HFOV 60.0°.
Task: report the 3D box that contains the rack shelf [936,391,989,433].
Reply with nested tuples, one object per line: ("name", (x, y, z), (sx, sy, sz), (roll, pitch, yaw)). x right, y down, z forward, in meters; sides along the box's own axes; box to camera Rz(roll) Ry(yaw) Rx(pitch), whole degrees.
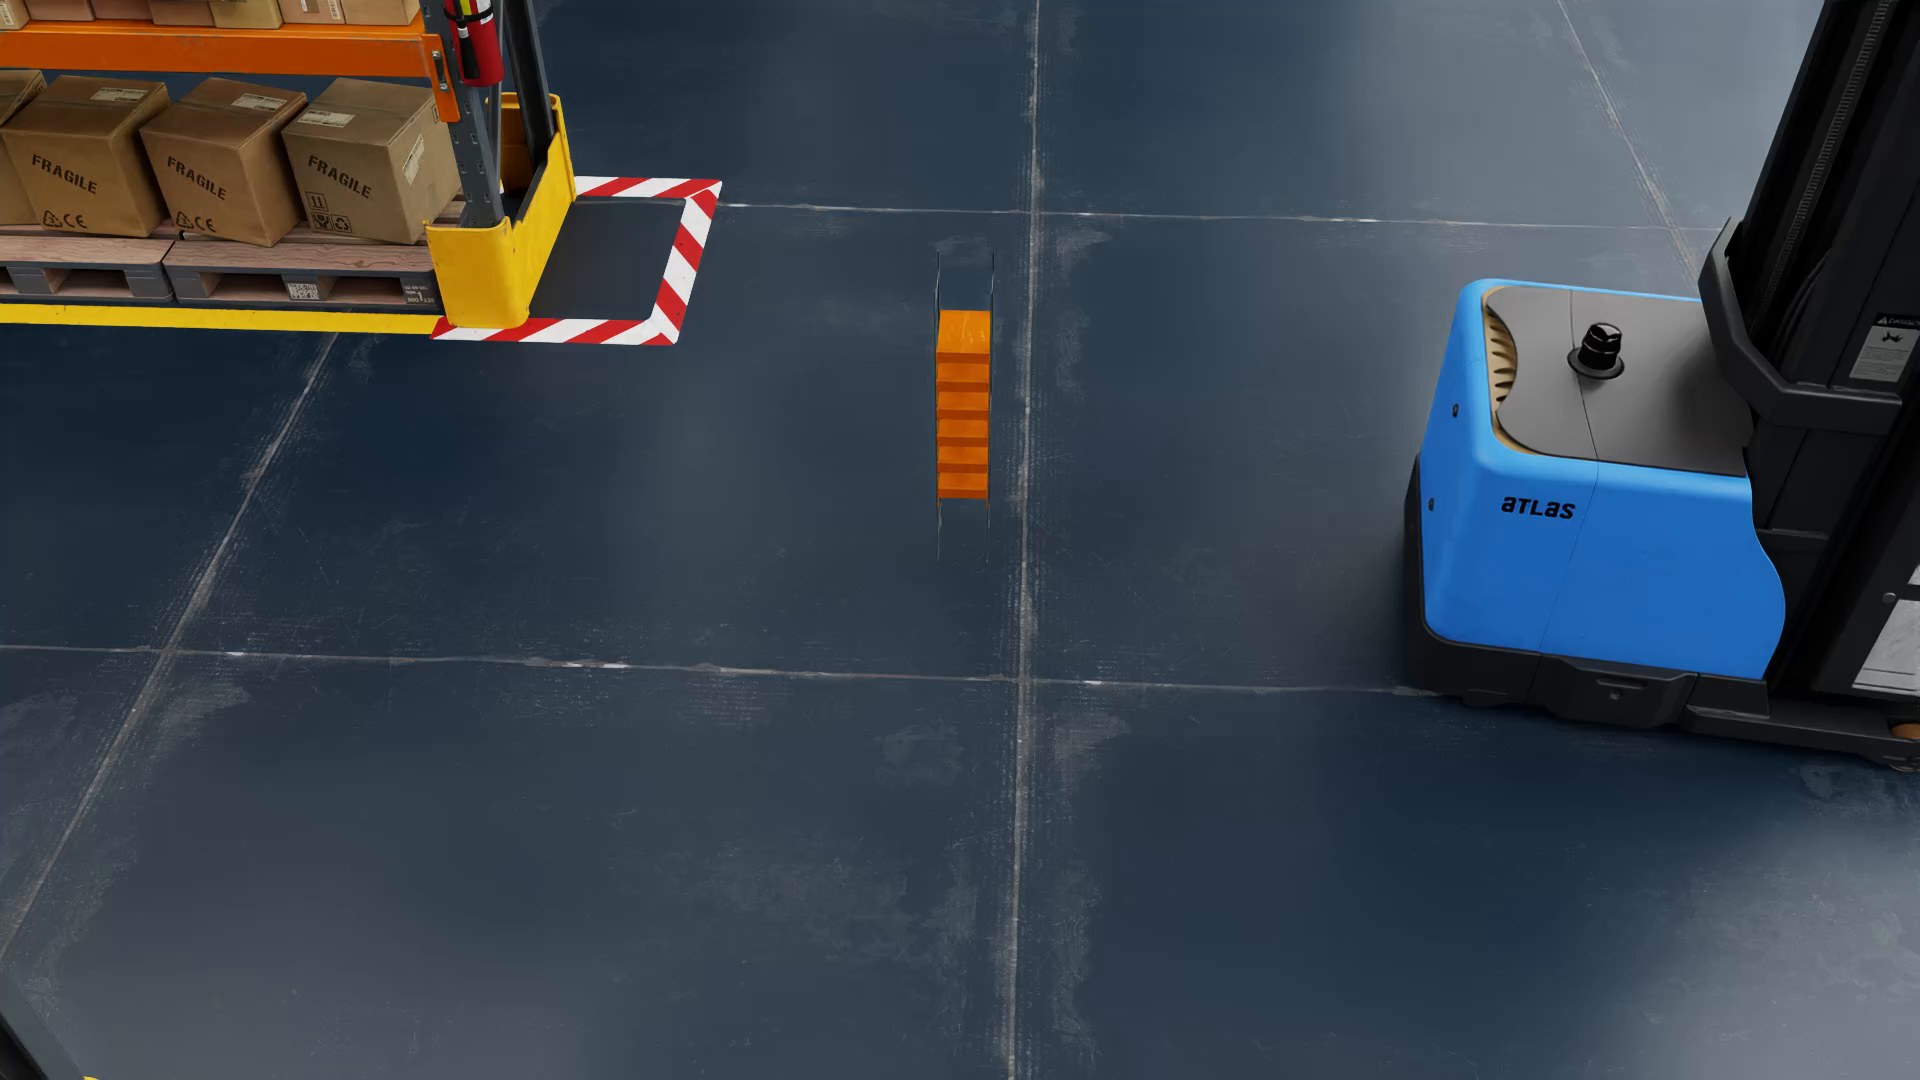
("rack shelf", (0.014, -0.494, 5.789), (0.180, 0.103, 0.258), (2, 43, 2))

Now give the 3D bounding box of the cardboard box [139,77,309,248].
("cardboard box", (-3.195, -1.680, 7.378), (0.500, 0.500, 0.500), (12, 44, 13))

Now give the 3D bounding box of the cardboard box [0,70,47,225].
("cardboard box", (-4.375, -1.759, 7.464), (0.500, 0.500, 0.500), (-2, 43, -2))

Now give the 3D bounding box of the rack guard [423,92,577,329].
("rack guard", (-2.049, -1.503, 7.496), (0.348, 0.500, 1.175), (2, 43, 2))

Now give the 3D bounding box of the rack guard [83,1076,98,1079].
("rack guard", (-2.274, 1.902, 3.841), (0.348, 0.500, 1.175), (2, 43, 2))

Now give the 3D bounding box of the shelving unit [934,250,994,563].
("shelving unit", (0.014, -0.439, 5.841), (0.189, 1.200, 0.258), (2, 43, 2))

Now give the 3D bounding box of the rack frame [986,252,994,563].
("rack frame", (0.106, -0.436, 5.838), (0.006, 1.200, 0.240), (2, 43, 2))

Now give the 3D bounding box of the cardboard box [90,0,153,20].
("cardboard box", (-3.266, -2.226, 6.623), (0.250, 0.149, 0.380), (2, 43, 2))

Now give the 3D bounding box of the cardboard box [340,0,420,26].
("cardboard box", (-2.267, -2.191, 6.586), (0.250, 0.149, 0.380), (2, 43, 2))

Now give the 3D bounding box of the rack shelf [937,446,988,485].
("rack shelf", (0.014, -0.318, 5.953), (0.180, 0.103, 0.258), (2, 43, 2))

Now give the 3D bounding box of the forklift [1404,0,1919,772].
("forklift", (3.096, -0.686, 4.836), (3.031, 2.935, 1.130), (7, 43, 7))

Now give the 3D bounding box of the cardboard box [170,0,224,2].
("cardboard box", (-3.026, -2.530, 6.473), (0.500, 0.500, 0.875), (2, 43, 2))

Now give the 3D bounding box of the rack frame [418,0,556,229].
("rack frame", (-1.973, -2.415, 6.642), (0.127, 3.000, 1.000), (2, 43, 2))

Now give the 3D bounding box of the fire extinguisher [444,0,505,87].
("fire extinguisher", (-1.879, -2.069, 6.327), (0.183, 0.674, 0.296), (2, 43, 2))

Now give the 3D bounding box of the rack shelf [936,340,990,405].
("rack shelf", (0.014, -0.582, 5.707), (0.180, 0.103, 0.258), (2, 43, 2))

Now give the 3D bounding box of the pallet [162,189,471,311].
("pallet", (-2.859, -1.446, 7.647), (1.213, 0.211, 1.003), (2, 43, 2))

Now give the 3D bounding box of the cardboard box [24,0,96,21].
("cardboard box", (-3.516, -2.218, 6.615), (0.250, 0.149, 0.380), (2, 43, 2))

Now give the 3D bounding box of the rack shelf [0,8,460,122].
("rack shelf", (-3.971, -2.213, 6.953), (4.000, 0.370, 1.077), (2, 43, 2))

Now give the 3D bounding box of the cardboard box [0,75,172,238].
("cardboard box", (-3.819, -1.712, 7.412), (0.500, 0.500, 0.500), (5, 43, 6))

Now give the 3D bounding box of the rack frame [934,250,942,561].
("rack frame", (-0.077, -0.441, 5.844), (0.006, 1.200, 0.240), (2, 43, 2))

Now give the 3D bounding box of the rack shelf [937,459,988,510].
("rack shelf", (0.014, -0.230, 6.034), (0.180, 0.103, 0.258), (2, 43, 2))

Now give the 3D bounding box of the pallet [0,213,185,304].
("pallet", (-4.074, -1.485, 7.689), (1.213, 0.211, 1.003), (2, 43, 2))

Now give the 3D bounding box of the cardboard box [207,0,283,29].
("cardboard box", (-2.769, -2.172, 6.565), (0.250, 0.149, 0.380), (2, 43, 2))

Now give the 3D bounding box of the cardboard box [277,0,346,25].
("cardboard box", (-2.517, -2.199, 6.594), (0.250, 0.149, 0.380), (2, 43, 2))

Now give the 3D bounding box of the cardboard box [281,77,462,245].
("cardboard box", (-2.596, -1.684, 7.383), (0.500, 0.500, 0.500), (9, 44, 10))

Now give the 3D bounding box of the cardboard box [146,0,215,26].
("cardboard box", (-3.018, -2.190, 6.585), (0.250, 0.149, 0.380), (2, 43, 2))

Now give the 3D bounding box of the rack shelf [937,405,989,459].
("rack shelf", (0.014, -0.406, 5.871), (0.180, 0.103, 0.258), (2, 43, 2))

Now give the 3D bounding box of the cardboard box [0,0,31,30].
("cardboard box", (-3.770, -2.166, 6.558), (0.250, 0.149, 0.380), (2, 43, 2))

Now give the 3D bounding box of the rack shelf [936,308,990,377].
("rack shelf", (0.014, -0.669, 5.625), (0.180, 0.103, 0.258), (2, 43, 2))
